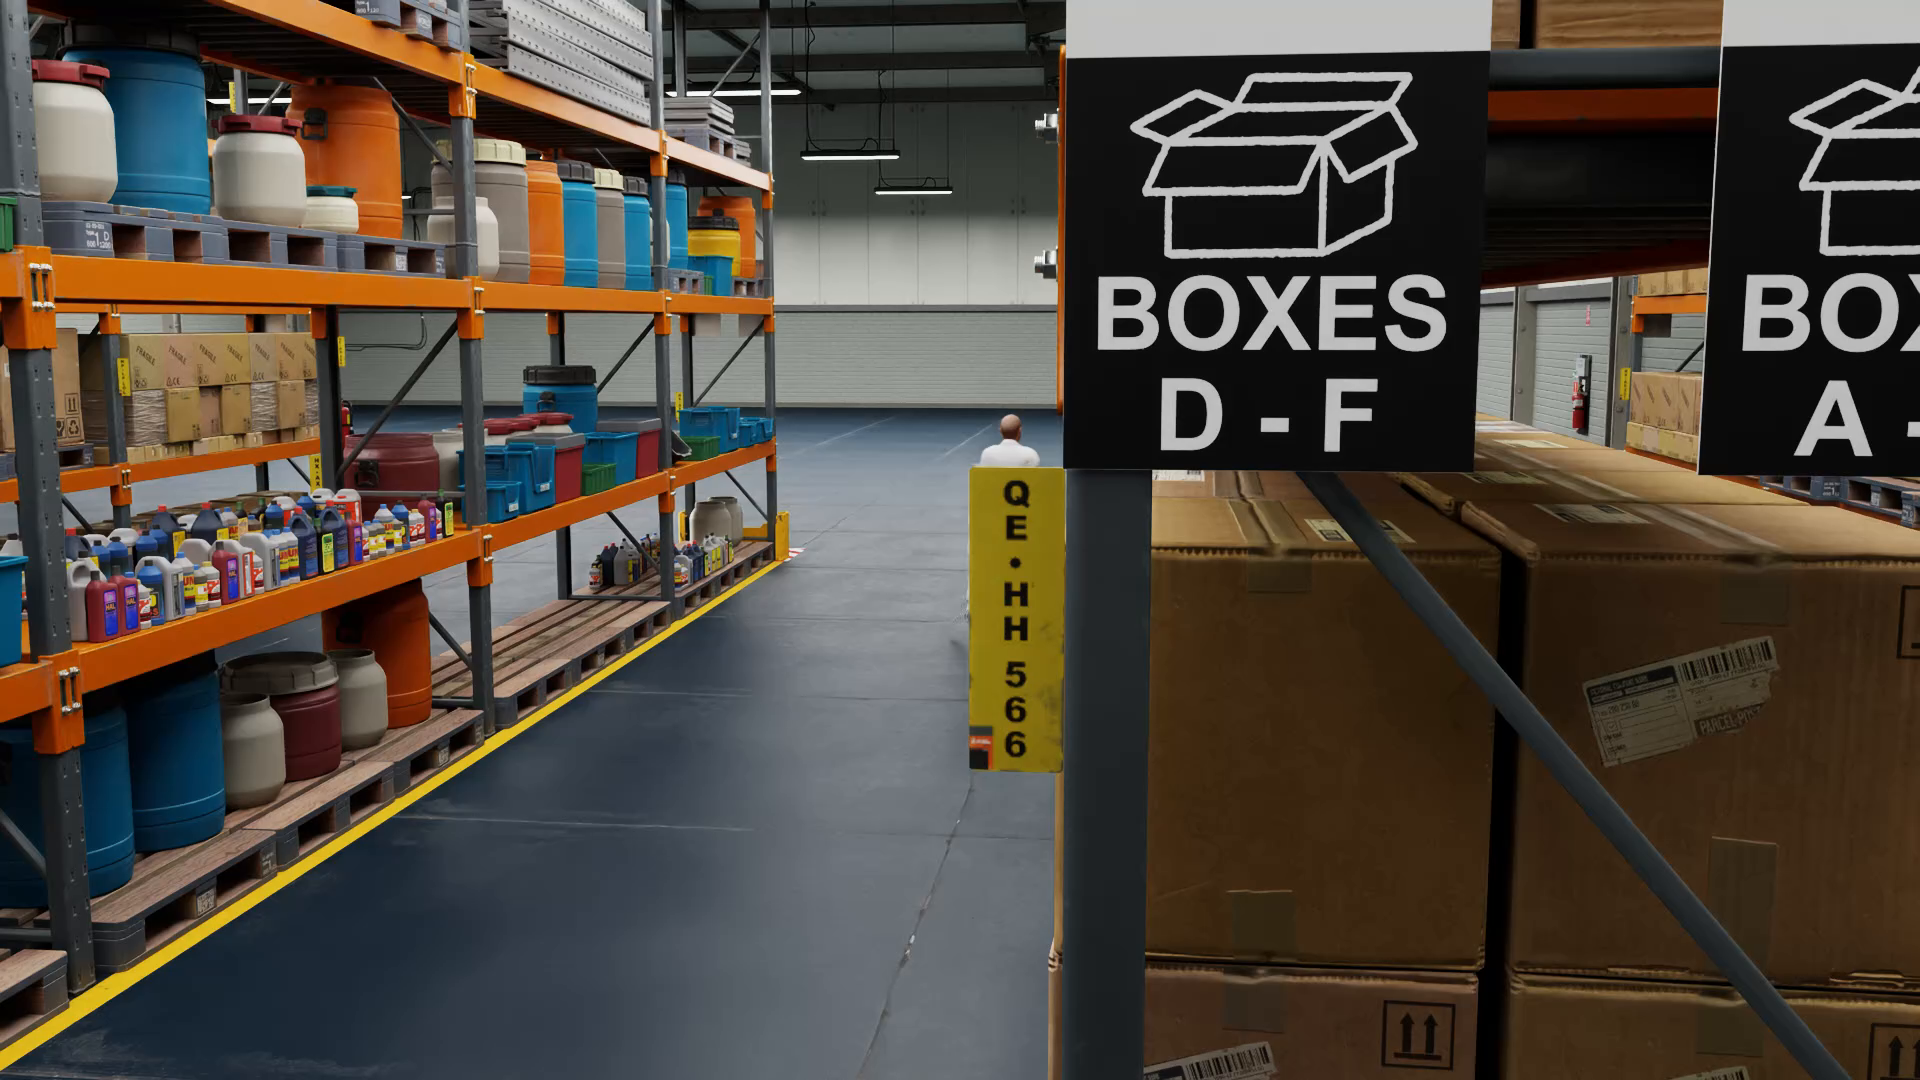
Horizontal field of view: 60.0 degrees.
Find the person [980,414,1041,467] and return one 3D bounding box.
[{"bbox_3d":[0.486,-0.085,14.241,0.611,1.585,0.683,3,8,22],"label":"person"}]
